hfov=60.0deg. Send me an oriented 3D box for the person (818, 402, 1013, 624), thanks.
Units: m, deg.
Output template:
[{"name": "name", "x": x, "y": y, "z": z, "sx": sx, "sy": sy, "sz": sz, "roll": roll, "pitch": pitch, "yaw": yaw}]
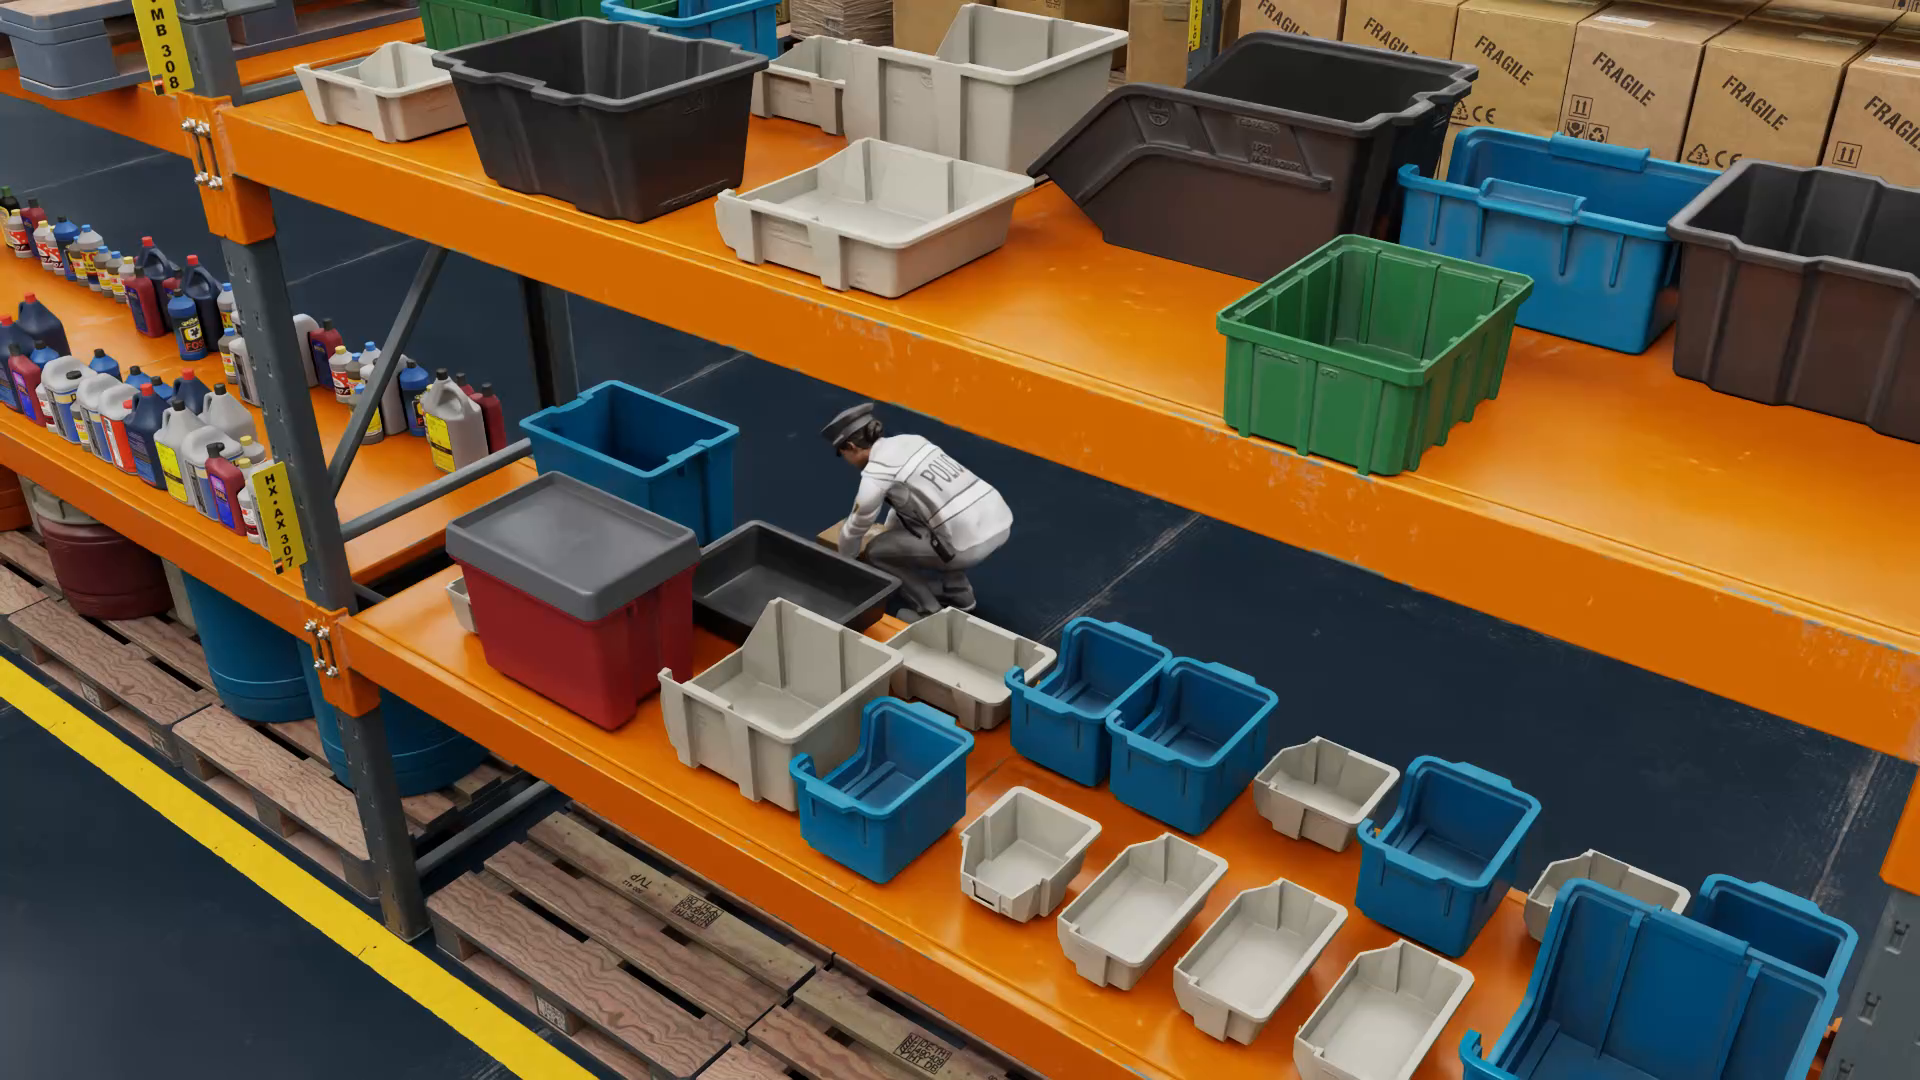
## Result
[{"name": "person", "x": -0.200, "y": -0.092, "z": 7.006, "sx": 0.853, "sy": 0.928, "sz": 0.481, "roll": 21, "pitch": 37, "yaw": 31}]
